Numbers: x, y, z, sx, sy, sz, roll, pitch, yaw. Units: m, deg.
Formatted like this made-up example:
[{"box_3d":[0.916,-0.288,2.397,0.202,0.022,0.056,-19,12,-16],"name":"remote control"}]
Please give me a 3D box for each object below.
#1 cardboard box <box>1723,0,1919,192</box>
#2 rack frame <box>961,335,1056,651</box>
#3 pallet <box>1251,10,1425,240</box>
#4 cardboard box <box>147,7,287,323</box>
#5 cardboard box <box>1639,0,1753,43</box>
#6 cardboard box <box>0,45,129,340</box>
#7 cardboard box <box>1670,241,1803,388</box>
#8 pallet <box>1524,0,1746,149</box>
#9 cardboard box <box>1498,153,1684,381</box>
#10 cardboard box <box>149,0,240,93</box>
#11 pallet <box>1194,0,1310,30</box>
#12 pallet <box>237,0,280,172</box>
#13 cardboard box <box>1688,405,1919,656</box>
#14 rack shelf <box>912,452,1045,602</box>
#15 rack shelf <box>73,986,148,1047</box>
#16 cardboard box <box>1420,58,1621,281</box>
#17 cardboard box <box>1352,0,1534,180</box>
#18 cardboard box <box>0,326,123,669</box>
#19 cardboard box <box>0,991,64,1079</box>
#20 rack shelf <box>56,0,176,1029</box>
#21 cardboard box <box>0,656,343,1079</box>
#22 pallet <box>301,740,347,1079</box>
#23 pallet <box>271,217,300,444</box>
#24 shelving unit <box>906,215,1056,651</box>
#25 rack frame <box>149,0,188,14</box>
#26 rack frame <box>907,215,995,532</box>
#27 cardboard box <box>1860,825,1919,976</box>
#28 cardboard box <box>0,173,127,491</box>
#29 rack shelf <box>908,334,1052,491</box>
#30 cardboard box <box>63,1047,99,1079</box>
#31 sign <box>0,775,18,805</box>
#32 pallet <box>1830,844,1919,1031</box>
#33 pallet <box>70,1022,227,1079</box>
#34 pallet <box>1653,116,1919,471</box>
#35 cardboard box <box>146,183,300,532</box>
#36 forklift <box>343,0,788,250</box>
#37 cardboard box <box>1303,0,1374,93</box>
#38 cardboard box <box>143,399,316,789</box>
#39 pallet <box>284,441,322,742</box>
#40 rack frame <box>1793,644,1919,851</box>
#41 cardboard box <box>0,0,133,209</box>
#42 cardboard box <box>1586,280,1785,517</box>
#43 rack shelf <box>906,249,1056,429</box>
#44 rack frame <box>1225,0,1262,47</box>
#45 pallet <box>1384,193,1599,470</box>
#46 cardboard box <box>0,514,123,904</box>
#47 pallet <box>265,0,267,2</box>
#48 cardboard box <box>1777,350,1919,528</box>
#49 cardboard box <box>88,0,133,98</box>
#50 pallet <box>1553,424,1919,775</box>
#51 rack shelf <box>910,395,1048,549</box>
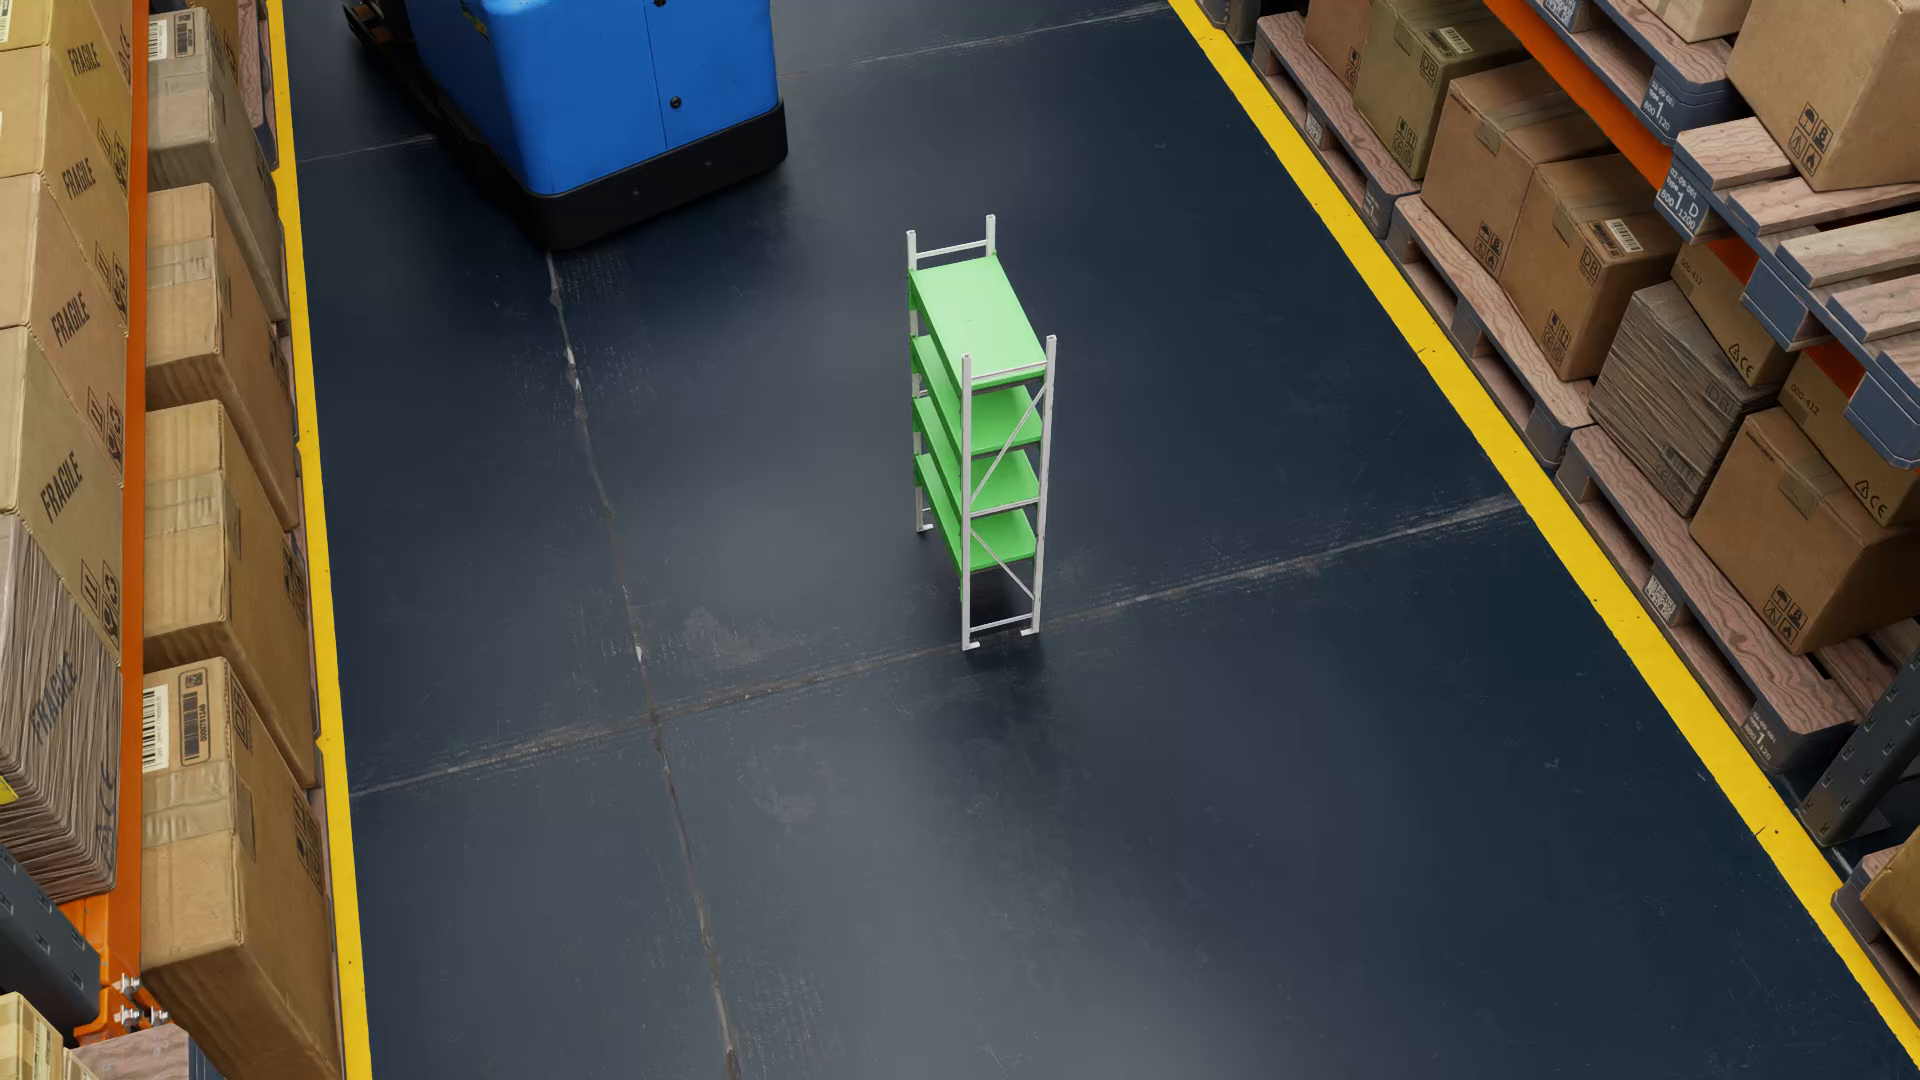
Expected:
[{"box_3d":[2.348,-1.217,3.974,0.700,0.500,0.500,-7,50,-6],"name":"cardboard box"},{"box_3d":[0.121,-0.088,4.539,0.240,1.200,0.015,-13,51,-11],"name":"rack frame"},{"box_3d":[1.855,-1.733,6.573,1.003,0.211,1.213,-13,51,-11],"name":"pallet"},{"box_3d":[-2.875,-1.130,5.438,1.050,0.750,0.750,-14,51,-11],"name":"cardboard box"},{"box_3d":[2.055,-1.528,4.389,0.396,0.266,0.258,-15,51,-12],"name":"cardboard box"},{"box_3d":[-2.284,-0.756,3.860,0.500,0.500,0.500,-14,51,-11],"name":"cardboard box"},{"box_3d":[2.413,-0.725,4.756,0.500,0.250,0.500,-8,50,-7],"name":"cardboard box"},{"box_3d":[2.182,-1.654,4.808,1.003,0.211,1.213,-13,51,-11],"name":"pallet"},{"box_3d":[2.238,-0.915,5.406,0.700,0.500,0.500,-9,51,-8],"name":"cardboard box"},{"box_3d":[-3.264,-2.079,6.155,0.875,0.875,0.875,-13,51,-10],"name":"cardboard box"},{"box_3d":[1.391,-2.784,7.459,1.003,0.211,1.213,-13,51,-11],"name":"pallet"},{"box_3d":[-3.295,-1.827,6.652,1.003,0.211,1.213,-13,51,-11],"name":"pallet"},{"box_3d":[2.589,-0.100,4.720,0.700,0.500,0.500,-16,52,-13],"name":"cardboard box"},{"box_3d":[0.049,-0.070,4.922,0.258,0.148,0.480,-13,51,-11],"name":"rack shelf"},{"box_3d":[-1.370,2.461,1.684,1.077,0.370,4.000,-13,51,-11],"name":"rack shelf"},{"box_3d":[2.073,-1.322,5.750,0.700,0.500,0.500,-17,52,-14],"name":"cardboard box"},{"box_3d":[1.907,-1.731,6.094,0.700,0.500,0.500,-14,51,-11],"name":"cardboard box"},{"box_3d":[-1.990,-0.023,3.242,0.500,0.500,0.500,-14,51,-11],"name":"cardboard box"},{"box_3d":[-1.379,0.777,2.134,0.380,0.149,0.250,-15,52,-12],"name":"cardboard box"},{"box_3d":[-2.553,-0.460,4.147,1.077,0.370,4.000,-13,51,-11],"name":"rack shelf"},{"box_3d":[-2.056,0.893,3.732,1.050,0.750,0.750,-14,51,-11],"name":"cardboard box"},{"box_3d":[-2.123,1.074,4.206,1.003,0.211,1.213,-13,51,-11],"name":"pallet"},{"box_3d":[-2.845,-0.708,5.708,1.003,0.211,1.213,-13,51,-11],"name":"pallet"},{"box_3d":[0.049,-0.266,4.689,0.258,1.200,0.503,-13,51,-11],"name":"shelving unit"},{"box_3d":[-3.145,-2.153,5.103,1.000,3.000,0.127,-13,51,-11],"name":"rack frame"},{"box_3d":[-0.023,-0.444,4.840,0.240,1.200,0.015,-13,51,-11],"name":"rack frame"},{"box_3d":[2.990,0.779,3.746,1.225,0.875,0.875,-15,52,-13],"name":"cardboard box"},{"box_3d":[-2.139,-0.392,3.553,0.500,0.500,0.500,-13,51,-11],"name":"cardboard box"},{"box_3d":[0.049,-0.379,4.555,0.258,0.148,0.480,-13,51,-11],"name":"rack shelf"},{"box_3d":[-1.381,0.876,2.245,0.380,0.149,0.250,-12,51,-10],"name":"cardboard box"},{"box_3d":[-1.446,0.291,2.337,0.100,0.325,0.005,-13,51,-11],"name":"sign"},{"box_3d":[2.967,1.213,4.090,1.003,0.211,1.213,-13,51,-11],"name":"pallet"},{"box_3d":[-1.649,1.327,2.295,1.213,0.211,1.003,-13,51,-11],"name":"pallet"},{"box_3d":[2.494,-0.714,4.015,1.213,0.211,1.003,-13,51,-11],"name":"pallet"},{"box_3d":[-2.594,-0.425,4.843,1.050,0.750,0.750,-13,51,-11],"name":"cardboard box"},{"box_3d":[-1.914,-3.098,5.945,1.130,2.935,3.031,-28,55,-22],"name":"forklift"},{"box_3d":[1.784,-2.083,6.392,0.700,0.500,0.500,-17,52,-14],"name":"cardboard box"},{"box_3d":[-2.318,0.255,4.270,1.050,0.750,0.750,-13,51,-10],"name":"cardboard box"},{"box_3d":[-2.480,0.185,4.956,1.003,0.211,1.213,-13,51,-11],"name":"pallet"},{"box_3d":[2.806,-0.279,3.523,1.000,3.000,0.127,-13,51,-11],"name":"rack frame"},{"box_3d":[-2.436,-1.126,4.172,0.500,0.500,0.500,-13,51,-11],"name":"cardboard box"},{"box_3d":[2.413,-0.502,5.059,0.700,0.500,0.500,-17,52,-14],"name":"cardboard box"},{"box_3d":[0.049,-0.534,4.371,0.258,0.148,0.480,-13,51,-11],"name":"rack shelf"},{"box_3d":[1.623,-3.201,5.986,1.000,3.000,0.127,-13,51,-11],"name":"rack frame"},{"box_3d":[2.219,-0.841,5.821,1.003,0.211,1.213,-13,51,-11],"name":"pallet"},{"box_3d":[-1.837,0.347,2.930,0.500,0.500,0.500,-13,51,-11],"name":"cardboard box"},{"box_3d":[-3.659,-2.720,7.405,1.003,0.211,1.213,-13,51,-11],"name":"pallet"},{"box_3d":[2.579,-0.339,4.431,0.500,0.250,0.500,-11,51,-9],"name":"cardboard box"},{"box_3d":[-2.586,-1.495,4.483,0.500,0.500,0.500,-14,51,-11],"name":"cardboard box"},{"box_3d":[2.576,0.049,5.071,1.003,0.211,1.213,-13,51,-11],"name":"pallet"},{"box_3d":[0.049,-0.225,4.738,0.258,0.148,0.480,-13,51,-11],"name":"rack shelf"}]
